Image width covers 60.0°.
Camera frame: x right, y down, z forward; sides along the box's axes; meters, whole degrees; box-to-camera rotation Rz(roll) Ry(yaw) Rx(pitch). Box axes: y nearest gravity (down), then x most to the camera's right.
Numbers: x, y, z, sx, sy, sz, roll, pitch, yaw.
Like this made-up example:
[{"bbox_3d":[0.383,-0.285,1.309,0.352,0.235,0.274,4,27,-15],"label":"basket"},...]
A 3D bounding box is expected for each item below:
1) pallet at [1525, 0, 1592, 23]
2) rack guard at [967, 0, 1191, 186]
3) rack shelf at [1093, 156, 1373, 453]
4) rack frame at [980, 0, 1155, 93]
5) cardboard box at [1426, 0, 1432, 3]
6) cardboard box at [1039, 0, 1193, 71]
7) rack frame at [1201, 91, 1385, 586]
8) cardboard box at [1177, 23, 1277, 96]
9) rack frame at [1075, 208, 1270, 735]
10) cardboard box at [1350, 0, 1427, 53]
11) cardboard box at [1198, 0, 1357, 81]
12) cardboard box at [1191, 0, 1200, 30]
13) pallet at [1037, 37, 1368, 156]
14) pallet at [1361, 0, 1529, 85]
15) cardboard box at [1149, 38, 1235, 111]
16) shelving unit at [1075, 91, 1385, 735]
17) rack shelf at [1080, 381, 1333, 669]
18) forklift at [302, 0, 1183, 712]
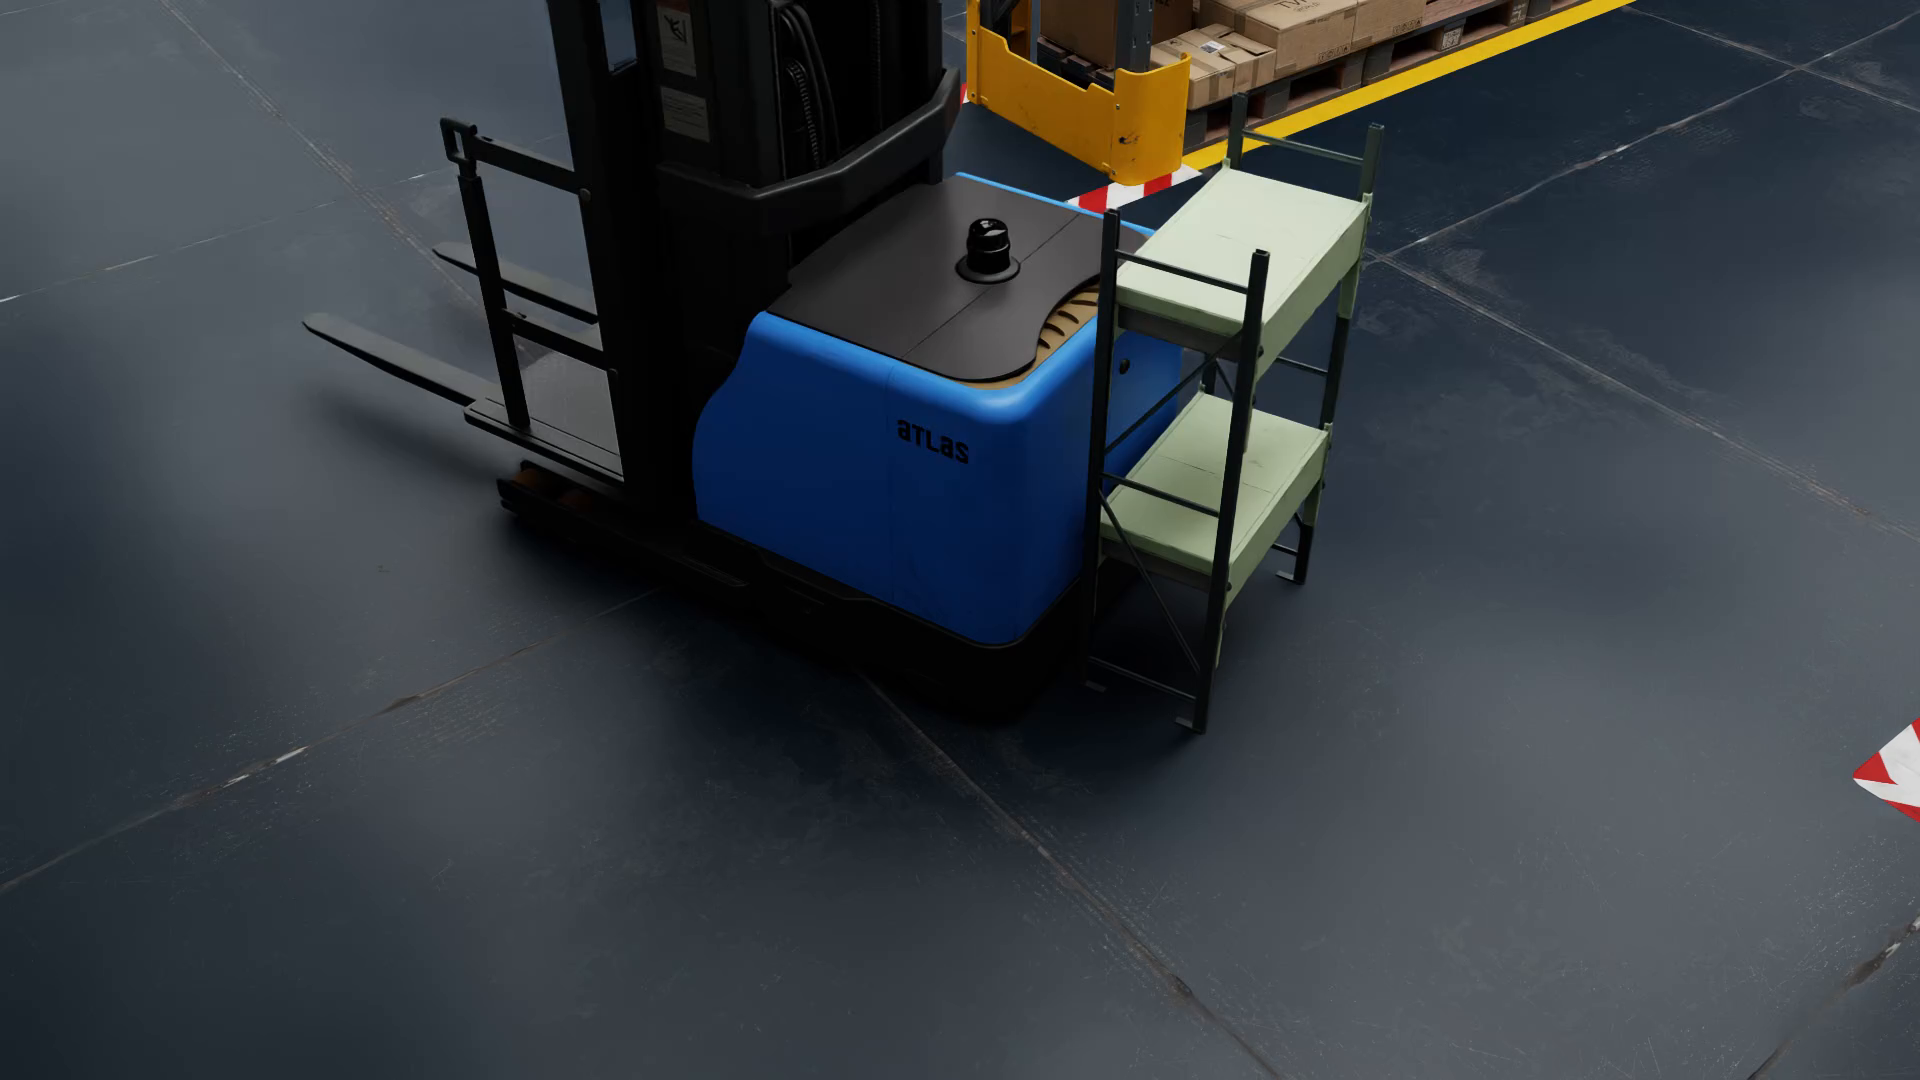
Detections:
[{"bbox_3d":[3.062,-3.185,8.966,1.213,0.211,1.003,-26,46,-28],"label":"pallet"},{"bbox_3d":[0.496,-2.045,7.348,0.348,0.500,1.175,-26,46,-28],"label":"rack guard"},{"bbox_3d":[0.694,-0.613,4.200,0.431,0.370,0.720,21,44,23],"label":"rack shelf"},{"bbox_3d":[0.436,-2.982,6.520,0.127,3.000,1.000,-26,46,-28],"label":"rack frame"},{"bbox_3d":[2.121,-3.004,8.168,0.637,0.503,0.797,-26,46,-28],"label":"cardboard box"},{"bbox_3d":[0.717,-2.519,7.580,0.500,0.500,0.500,-26,46,-28],"label":"cardboard box"},{"bbox_3d":[0.881,-0.511,4.690,0.400,1.500,0.023,21,44,23],"label":"rack frame"},{"bbox_3d":[1.176,-2.142,7.383,0.250,0.166,0.380,-26,46,-28],"label":"cardboard box"},{"bbox_3d":[0.506,-0.112,4.204,0.400,1.500,0.023,21,44,23],"label":"rack frame"},{"bbox_3d":[1.833,-2.543,7.806,0.500,0.250,0.500,-26,46,-28],"label":"cardboard box"},{"bbox_3d":[1.436,-2.349,7.570,0.500,0.250,0.500,-26,46,-28],"label":"cardboard box"},{"bbox_3d":[1.093,-2.502,7.822,0.250,0.166,0.380,-26,46,-28],"label":"cardboard box"},{"bbox_3d":[1.128,-2.241,7.816,1.213,0.211,1.003,-26,46,-28],"label":"pallet"},{"bbox_3d":[2.094,-2.710,8.388,1.213,0.211,1.003,-26,46,-28],"label":"pallet"},{"bbox_3d":[0.977,-2.039,7.271,0.250,0.149,0.380,-26,46,-28],"label":"cardboard box"},{"bbox_3d":[0.694,-0.312,4.447,0.431,1.500,0.755,21,44,23],"label":"shelving unit"},{"bbox_3d":[0.694,-0.059,4.654,0.431,0.370,0.720,21,44,23],"label":"rack shelf"},{"bbox_3d":[-0.861,-1.382,4.623,3.031,2.935,1.130,22,44,25],"label":"forklift"}]
